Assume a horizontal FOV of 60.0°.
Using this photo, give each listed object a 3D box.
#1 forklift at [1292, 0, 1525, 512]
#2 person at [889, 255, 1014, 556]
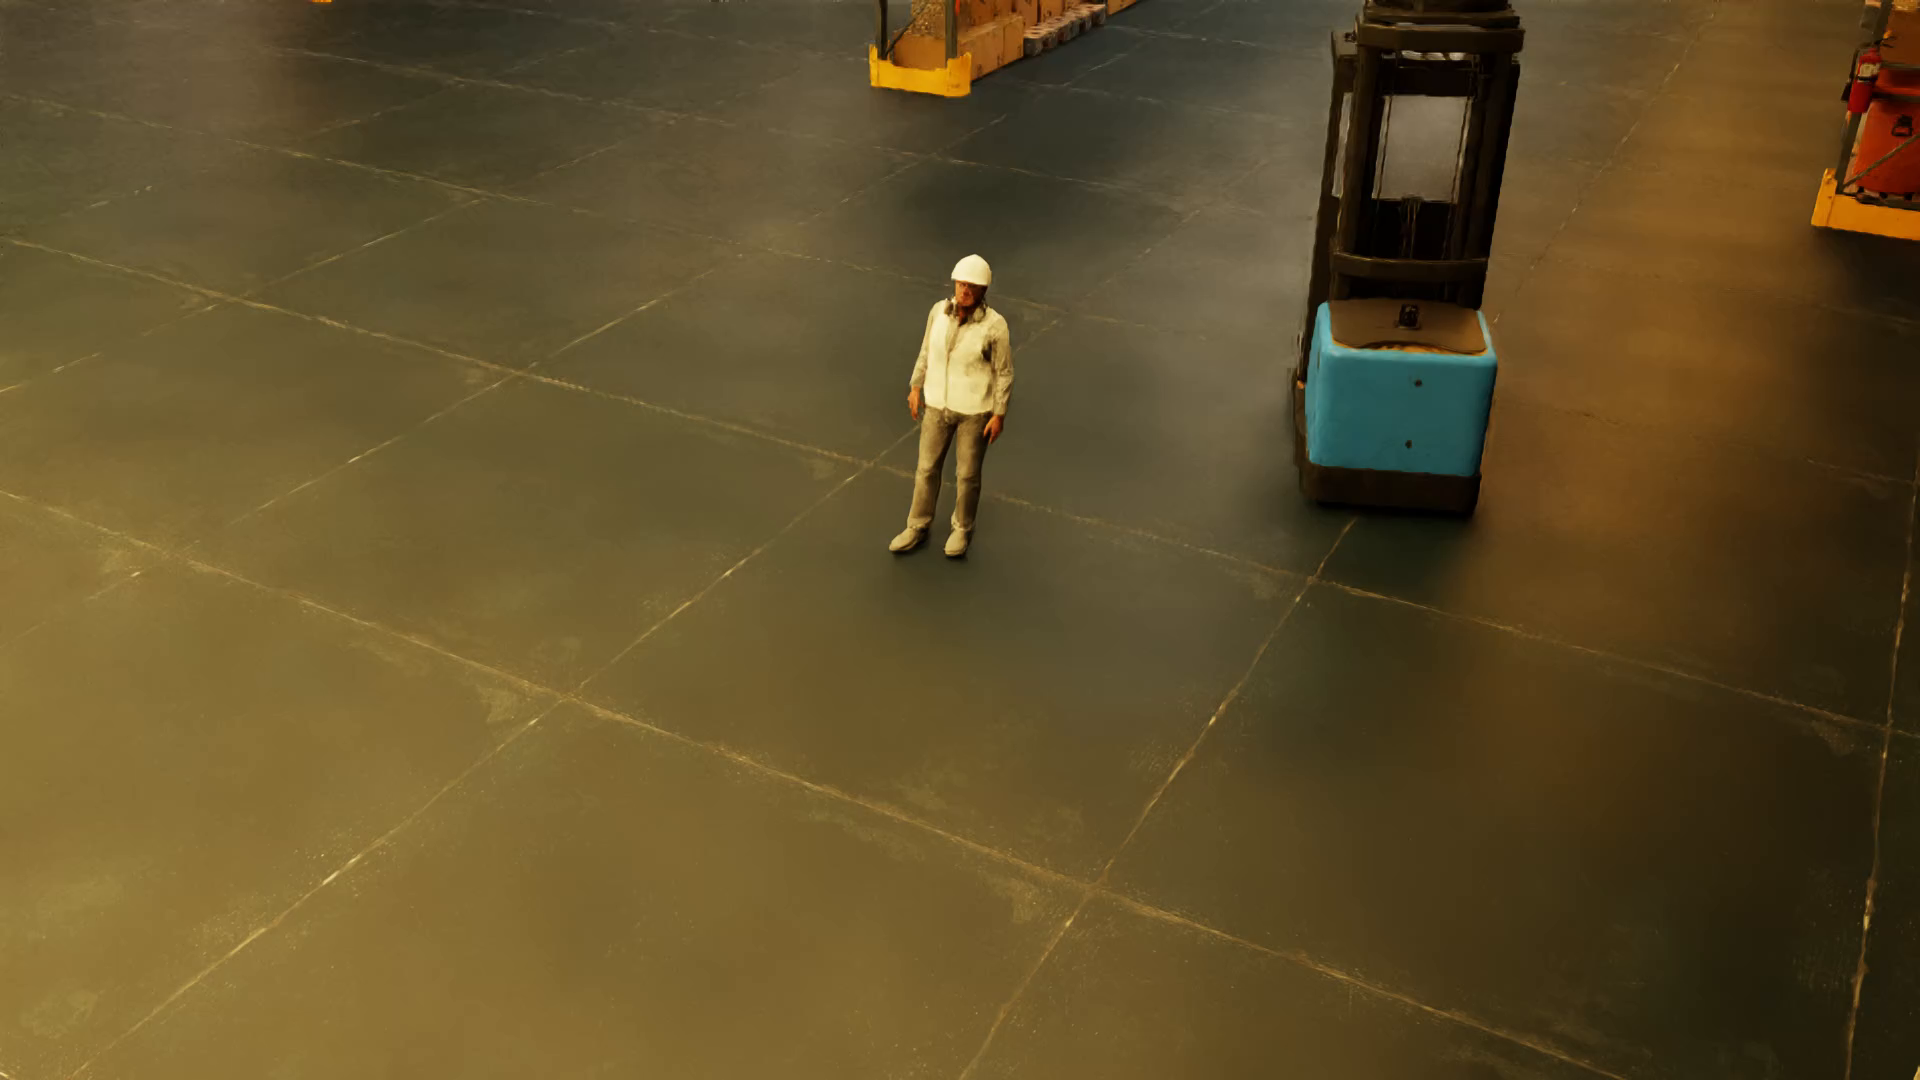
[{"bbox_3d":[2.875,-2.160,10.813,1.130,2.935,3.031,4,30,8],"label":"forklift"},{"bbox_3d":[-0.037,-0.749,9.512,0.632,1.773,0.567,15,33,25],"label":"person"}]
